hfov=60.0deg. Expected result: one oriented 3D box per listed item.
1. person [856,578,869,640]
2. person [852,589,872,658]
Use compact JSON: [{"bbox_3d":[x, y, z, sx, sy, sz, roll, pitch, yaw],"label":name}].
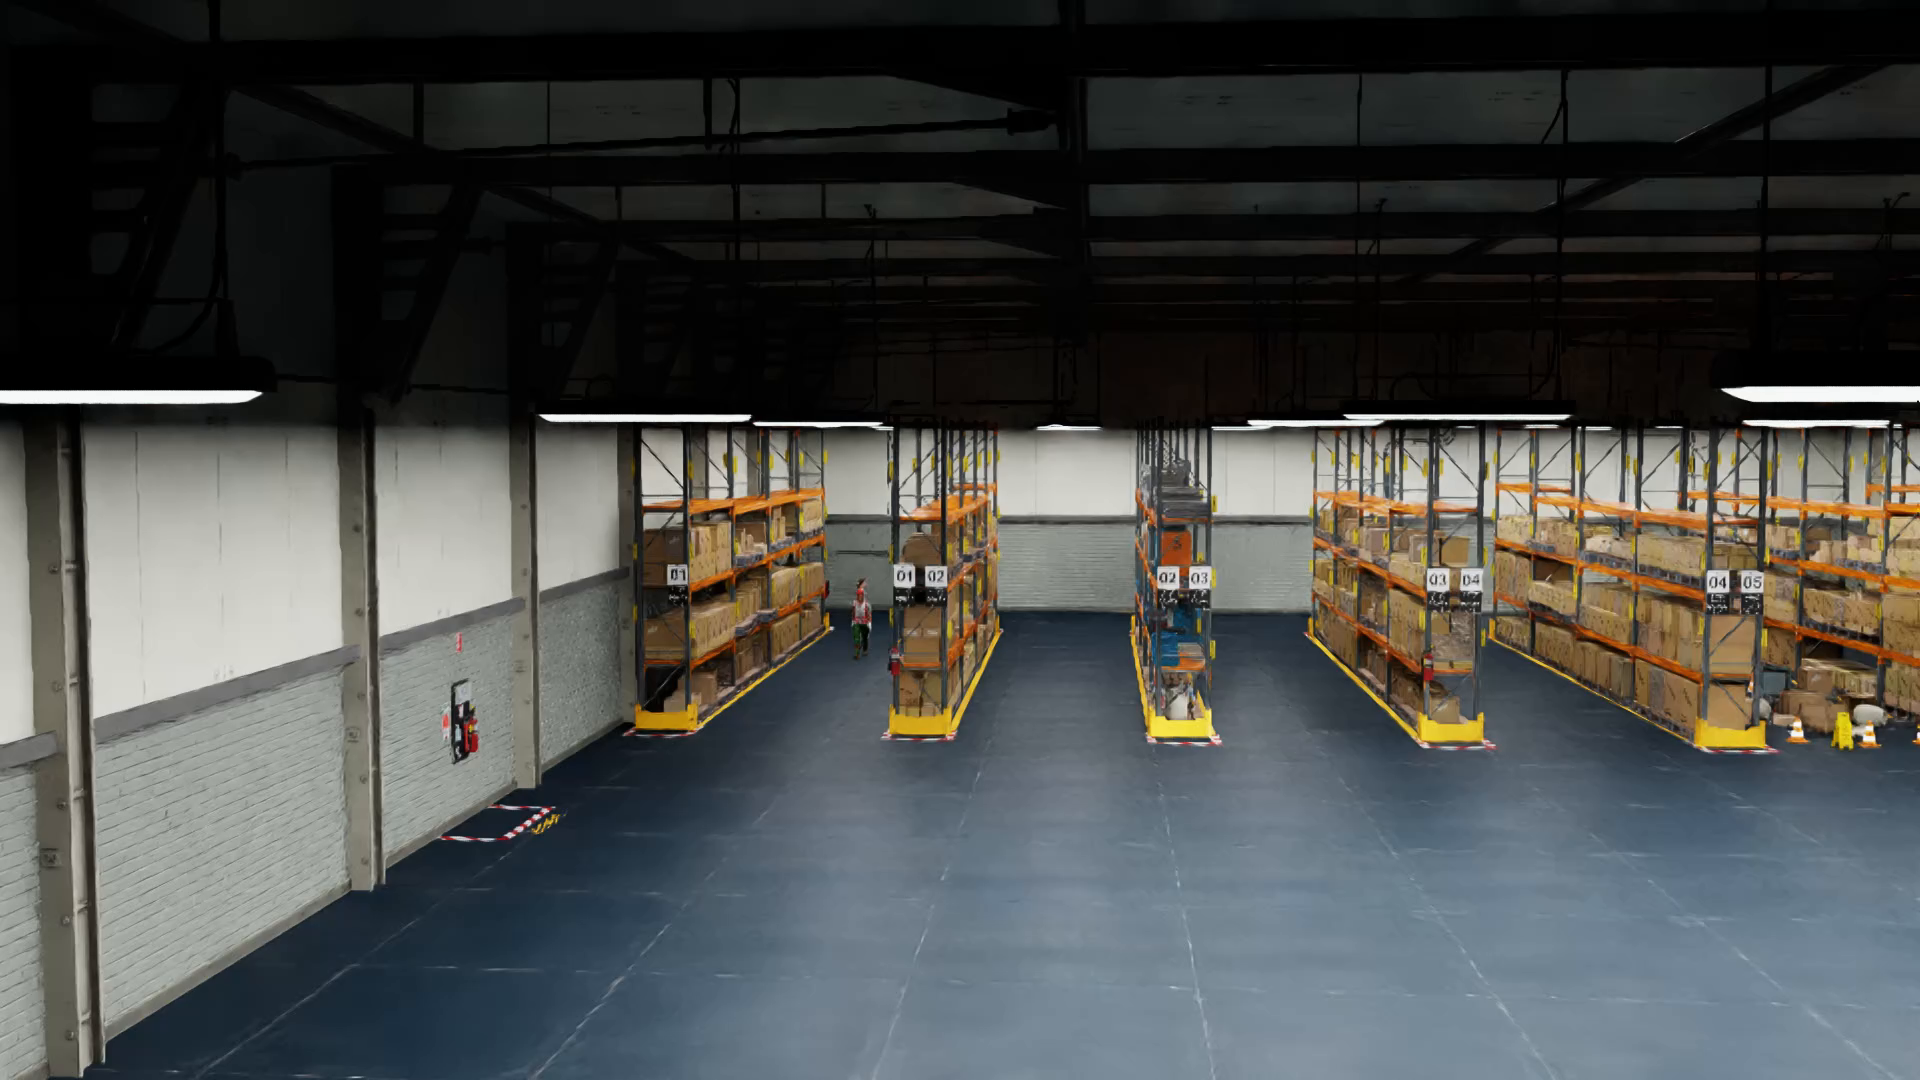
[{"bbox_3d":[-2.686,1.878,45.787,0.373,1.681,0.598,0,4,-4],"label":"person"},{"bbox_3d":[-2.495,2.103,42.157,0.565,1.736,1.045,0,4,4],"label":"person"}]
